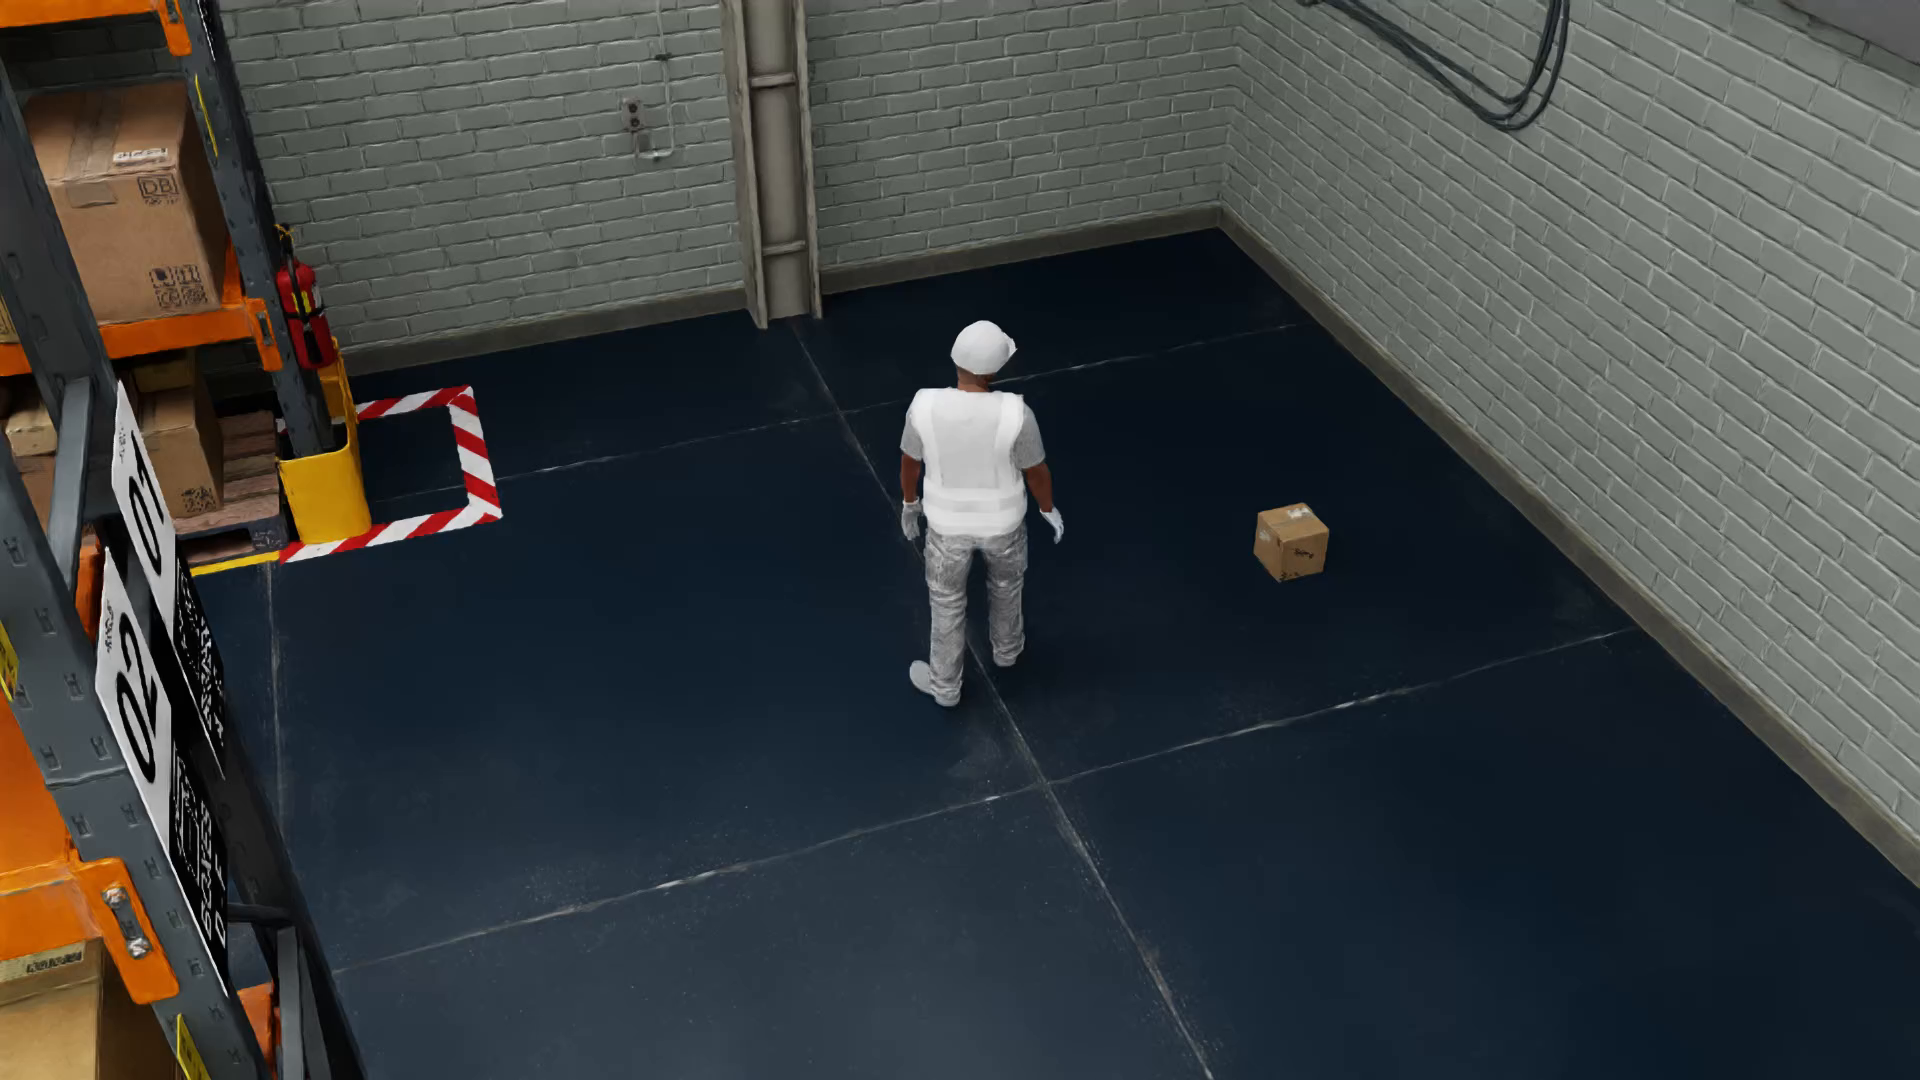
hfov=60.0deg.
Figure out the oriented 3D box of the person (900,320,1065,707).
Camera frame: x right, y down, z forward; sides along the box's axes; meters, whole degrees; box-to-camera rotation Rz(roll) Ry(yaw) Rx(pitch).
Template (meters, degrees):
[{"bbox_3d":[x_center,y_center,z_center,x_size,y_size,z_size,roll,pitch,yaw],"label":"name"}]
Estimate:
[{"bbox_3d":[0.096,-0.144,6.913,0.684,1.783,0.589,1,37,2],"label":"person"}]
